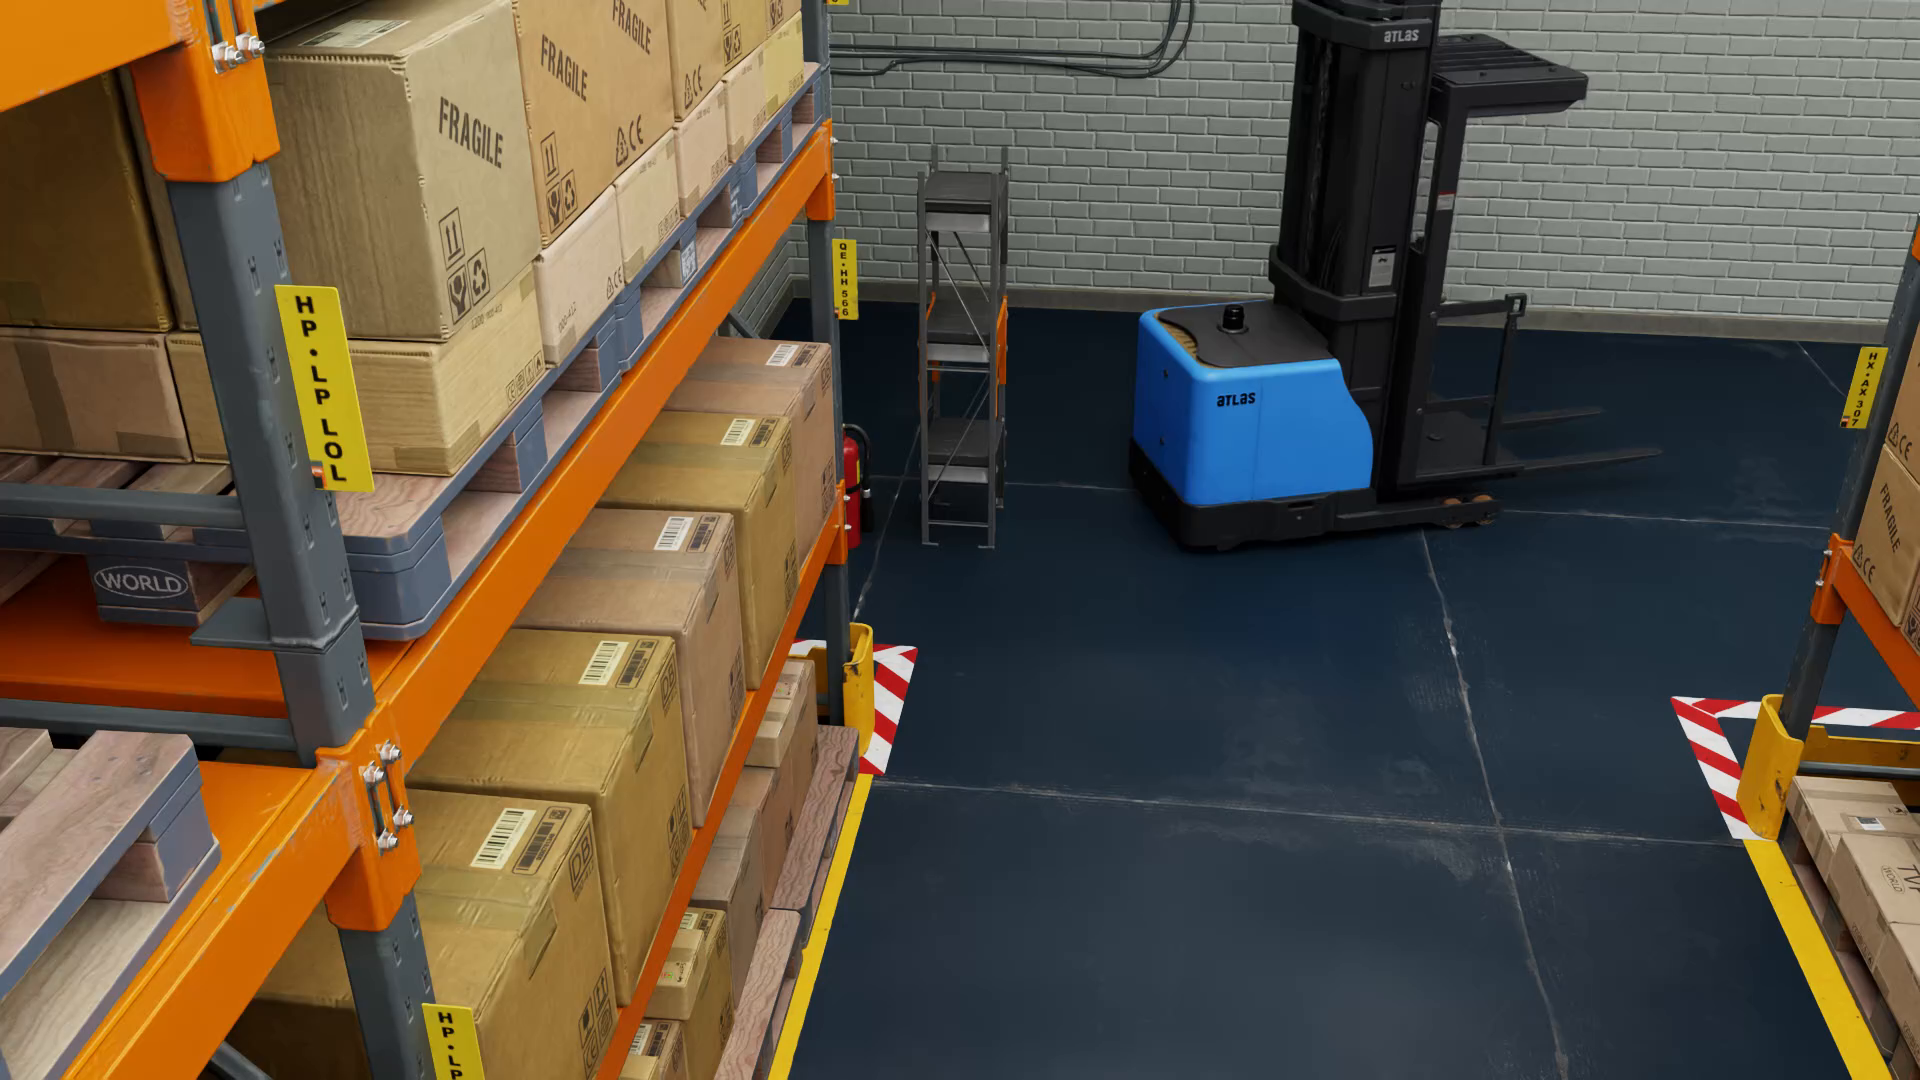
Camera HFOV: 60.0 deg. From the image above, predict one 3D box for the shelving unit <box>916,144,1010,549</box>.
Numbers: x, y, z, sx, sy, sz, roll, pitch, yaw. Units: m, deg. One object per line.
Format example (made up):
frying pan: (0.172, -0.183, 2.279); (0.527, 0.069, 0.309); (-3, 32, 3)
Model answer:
shelving unit: (0.020, -1.002, 8.897); (0.431, 2.100, 0.503); (3, 28, 6)

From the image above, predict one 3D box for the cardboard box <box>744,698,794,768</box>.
cardboard box: (-0.841, 0.714, 6.270); (0.380, 0.149, 0.250); (4, 29, 8)

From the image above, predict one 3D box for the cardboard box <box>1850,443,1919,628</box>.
cardboard box: (3.612, -0.007, 5.994); (0.500, 0.500, 0.500); (4, 29, 7)

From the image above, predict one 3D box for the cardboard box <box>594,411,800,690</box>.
cardboard box: (-1.119, 0.009, 5.754); (0.980, 0.700, 0.700); (3, 28, 6)

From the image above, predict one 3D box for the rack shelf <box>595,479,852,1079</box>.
rack shelf: (-1.234, 0.816, 5.332); (1.077, 0.370, 4.000); (3, 28, 6)

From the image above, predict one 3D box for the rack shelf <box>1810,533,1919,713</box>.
rack shelf: (3.683, 1.102, 4.800); (1.077, 0.370, 4.000); (3, 28, 6)

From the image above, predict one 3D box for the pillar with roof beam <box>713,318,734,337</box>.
pillar with roof beam: (2.756, -4.154, 7.474); (9.100, 9.000, 0.400); (3, 28, 6)

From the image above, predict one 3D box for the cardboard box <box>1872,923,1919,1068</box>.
cardboard box: (3.457, 1.571, 5.607); (0.500, 0.250, 0.500); (3, 28, 6)

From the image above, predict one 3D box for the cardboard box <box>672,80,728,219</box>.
cardboard box: (-0.937, -1.075, 4.531); (0.500, 0.250, 0.500); (3, 28, 5)

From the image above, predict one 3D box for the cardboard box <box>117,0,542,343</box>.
cardboard box: (-1.113, -0.692, 3.029); (0.500, 0.500, 0.500); (3, 28, 6)

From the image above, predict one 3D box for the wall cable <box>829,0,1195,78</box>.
wall cable: (0.059, -4.358, 11.125); (3.097, 2.526, 0.112); (3, 28, 6)

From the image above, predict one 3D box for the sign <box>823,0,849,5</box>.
sign: (-0.452, -2.080, 5.935); (0.100, 0.325, 0.005); (3, 28, 6)

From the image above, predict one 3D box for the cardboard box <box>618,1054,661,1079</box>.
cardboard box: (-1.062, 1.574, 4.675); (0.380, 0.149, 0.250); (4, 29, 8)

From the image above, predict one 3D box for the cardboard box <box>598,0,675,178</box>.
cardboard box: (-1.001, -1.167, 3.911); (0.500, 0.500, 0.500); (4, 29, 7)

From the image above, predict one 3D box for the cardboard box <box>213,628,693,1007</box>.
cardboard box: (-1.301, 0.711, 4.452); (0.980, 0.700, 0.700); (3, 28, 5)

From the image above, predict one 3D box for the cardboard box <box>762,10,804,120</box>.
cardboard box: (-0.815, -1.566, 5.441); (0.500, 0.250, 0.500); (4, 29, 8)

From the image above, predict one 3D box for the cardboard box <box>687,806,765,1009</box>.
cardboard box: (-1.098, 1.281, 5.903); (0.700, 0.500, 0.500); (2, 28, 5)

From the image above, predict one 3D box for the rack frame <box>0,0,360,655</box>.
rack frame: (-1.479, -1.201, 1.991); (1.000, 3.000, 0.127); (3, 28, 6)

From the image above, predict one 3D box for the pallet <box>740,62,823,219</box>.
pallet: (-1.069, -1.374, 5.569); (1.003, 0.211, 1.213); (3, 28, 6)

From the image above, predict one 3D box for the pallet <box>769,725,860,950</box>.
pallet: (-1.009, 1.166, 6.863); (1.003, 0.211, 1.213); (3, 28, 6)

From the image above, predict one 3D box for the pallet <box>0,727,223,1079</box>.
pallet: (-1.542, 0.639, 1.941); (0.805, 0.209, 1.217); (2, 28, 4)

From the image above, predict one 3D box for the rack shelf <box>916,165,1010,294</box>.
rack shelf: (0.020, -1.607, 8.571); (0.431, 0.518, 0.480); (3, 28, 6)

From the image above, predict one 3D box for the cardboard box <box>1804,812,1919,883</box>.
cardboard box: (3.505, 1.192, 6.398); (0.380, 0.166, 0.250); (3, 28, 6)

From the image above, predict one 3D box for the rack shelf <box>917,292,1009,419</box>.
rack shelf: (0.020, -0.990, 8.903); (0.431, 0.518, 0.480); (3, 28, 6)

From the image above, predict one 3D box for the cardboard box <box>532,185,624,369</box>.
cardboard box: (-1.056, -0.592, 3.633); (0.500, 0.250, 0.500); (3, 28, 5)

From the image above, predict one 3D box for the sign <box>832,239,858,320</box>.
sign: (-0.452, -1.018, 6.507); (0.100, 0.325, 0.005); (3, 28, 6)

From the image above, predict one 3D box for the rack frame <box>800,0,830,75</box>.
rack frame: (-0.989, -3.083, 5.486); (1.000, 3.000, 0.127); (3, 28, 6)

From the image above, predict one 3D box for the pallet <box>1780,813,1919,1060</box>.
pallet: (3.822, 1.483, 6.276); (1.003, 0.211, 1.213); (3, 28, 6)

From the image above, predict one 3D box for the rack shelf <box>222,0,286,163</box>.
rack shelf: (-1.234, -1.649, 4.004); (1.077, 0.370, 4.000); (3, 28, 6)

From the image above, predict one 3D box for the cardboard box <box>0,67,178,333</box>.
cardboard box: (-1.625, -0.715, 3.072); (0.500, 0.500, 0.500); (3, 28, 6)

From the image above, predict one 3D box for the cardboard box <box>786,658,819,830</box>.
cardboard box: (-0.975, 0.809, 6.779); (0.700, 0.500, 0.500); (3, 28, 6)

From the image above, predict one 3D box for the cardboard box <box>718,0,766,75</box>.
cardboard box: (-0.880, -1.661, 4.826); (0.500, 0.500, 0.500); (4, 29, 8)

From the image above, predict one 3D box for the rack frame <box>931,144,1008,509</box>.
rack frame: (0.050, -1.117, 9.110); (0.400, 2.100, 0.015); (3, 28, 6)

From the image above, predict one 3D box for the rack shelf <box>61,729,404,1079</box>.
rack shelf: (-1.724, 1.378, 1.125); (1.077, 0.370, 4.000); (3, 28, 6)

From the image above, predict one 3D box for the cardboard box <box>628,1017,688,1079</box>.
cardboard box: (-1.221, 1.774, 4.988); (0.700, 0.500, 0.500); (3, 28, 6)

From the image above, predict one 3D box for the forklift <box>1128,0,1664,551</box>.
forklift: (2.570, -1.591, 9.113); (3.031, 2.935, 1.130); (-7, 29, -12)

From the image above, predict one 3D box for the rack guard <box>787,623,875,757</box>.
rack guard: (-0.986, 0.647, 7.522); (1.175, 0.500, 0.348); (3, 28, 6)

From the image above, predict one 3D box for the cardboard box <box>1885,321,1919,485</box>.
cardboard box: (3.612, -0.447, 5.757); (0.500, 0.500, 0.500); (4, 29, 8)
